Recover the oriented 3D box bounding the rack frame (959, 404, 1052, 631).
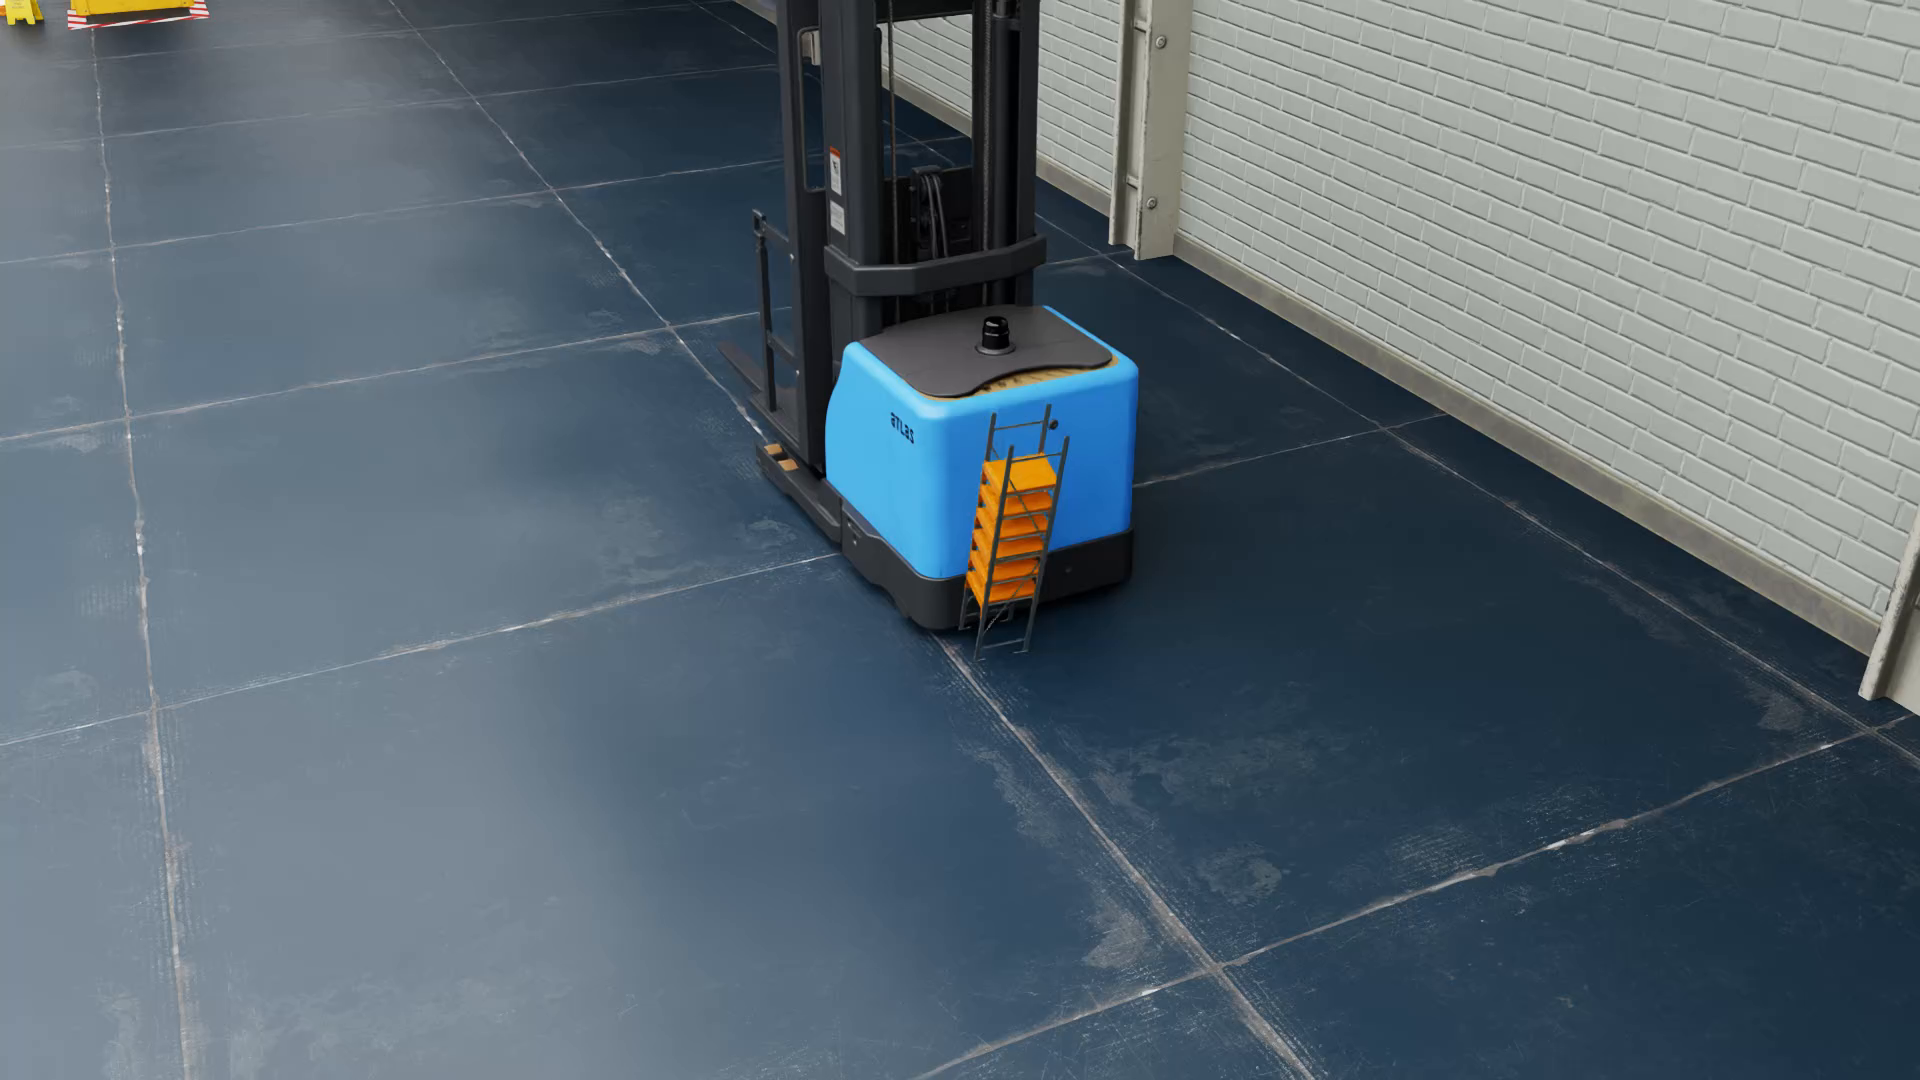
[{"bbox_3d":[0.168,-0.064,6.579,0.240,1.200,0.006,-10,48,-18],"label":"rack frame"}]

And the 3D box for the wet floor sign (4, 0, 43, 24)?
[{"bbox_3d":[-9.795,-5.714,17.280,0.267,0.644,0.232,-3,29,-5],"label":"wet floor sign"}]

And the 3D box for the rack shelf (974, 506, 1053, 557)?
[{"bbox_3d":[0.206,-0.054,6.467,0.258,0.103,0.180,-10,48,-18],"label":"rack shelf"}]

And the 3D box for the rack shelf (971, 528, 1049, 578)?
[{"bbox_3d":[0.194,0.030,6.552,0.258,0.103,0.180,-10,48,-18],"label":"rack shelf"}]

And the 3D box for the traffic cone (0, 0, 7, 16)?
[{"bbox_3d":[-10.260,-5.862,17.731,0.336,0.463,0.334,-13,32,-22],"label":"traffic cone"}]

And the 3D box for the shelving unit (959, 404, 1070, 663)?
[{"bbox_3d":[0.198,-0.001,6.521,0.258,1.200,0.189,-10,48,-18],"label":"shelving unit"}]

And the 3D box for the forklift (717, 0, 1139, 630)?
[{"bbox_3d":[-0.364,-1.599,7.604,1.130,2.935,3.031,-14,32,-24],"label":"forklift"}]

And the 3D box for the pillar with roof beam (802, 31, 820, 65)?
[{"bbox_3d":[-5.226,-7.652,12.196,9.100,9.000,0.400,-13,32,-22],"label":"pillar with roof beam"}]

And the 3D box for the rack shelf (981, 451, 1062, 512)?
[{"bbox_3d":[0.230,-0.223,6.298,0.258,0.103,0.180,-10,48,-18],"label":"rack shelf"}]

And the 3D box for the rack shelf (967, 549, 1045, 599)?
[{"bbox_3d":[0.182,0.114,6.636,0.258,0.103,0.180,-10,48,-18],"label":"rack shelf"}]

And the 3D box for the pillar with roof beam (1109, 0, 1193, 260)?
[{"bbox_3d":[-2.650,-5.002,7.469,9.100,9.000,0.400,-13,32,-22],"label":"pillar with roof beam"}]

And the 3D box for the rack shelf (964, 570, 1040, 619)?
[{"bbox_3d":[0.170,0.199,6.721,0.258,0.103,0.180,-10,48,-18],"label":"rack shelf"}]

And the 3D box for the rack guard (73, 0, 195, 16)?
[{"bbox_3d":[-8.943,-5.993,17.926,1.175,0.500,0.348,-13,32,-22],"label":"rack guard"}]

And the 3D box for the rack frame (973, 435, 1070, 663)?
[{"bbox_3d":[0.229,0.062,6.462,0.240,1.200,0.006,-10,48,-18],"label":"rack frame"}]

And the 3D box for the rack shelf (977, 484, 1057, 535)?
[{"bbox_3d":[0.218,-0.139,6.383,0.258,0.103,0.180,-10,48,-18],"label":"rack shelf"}]
